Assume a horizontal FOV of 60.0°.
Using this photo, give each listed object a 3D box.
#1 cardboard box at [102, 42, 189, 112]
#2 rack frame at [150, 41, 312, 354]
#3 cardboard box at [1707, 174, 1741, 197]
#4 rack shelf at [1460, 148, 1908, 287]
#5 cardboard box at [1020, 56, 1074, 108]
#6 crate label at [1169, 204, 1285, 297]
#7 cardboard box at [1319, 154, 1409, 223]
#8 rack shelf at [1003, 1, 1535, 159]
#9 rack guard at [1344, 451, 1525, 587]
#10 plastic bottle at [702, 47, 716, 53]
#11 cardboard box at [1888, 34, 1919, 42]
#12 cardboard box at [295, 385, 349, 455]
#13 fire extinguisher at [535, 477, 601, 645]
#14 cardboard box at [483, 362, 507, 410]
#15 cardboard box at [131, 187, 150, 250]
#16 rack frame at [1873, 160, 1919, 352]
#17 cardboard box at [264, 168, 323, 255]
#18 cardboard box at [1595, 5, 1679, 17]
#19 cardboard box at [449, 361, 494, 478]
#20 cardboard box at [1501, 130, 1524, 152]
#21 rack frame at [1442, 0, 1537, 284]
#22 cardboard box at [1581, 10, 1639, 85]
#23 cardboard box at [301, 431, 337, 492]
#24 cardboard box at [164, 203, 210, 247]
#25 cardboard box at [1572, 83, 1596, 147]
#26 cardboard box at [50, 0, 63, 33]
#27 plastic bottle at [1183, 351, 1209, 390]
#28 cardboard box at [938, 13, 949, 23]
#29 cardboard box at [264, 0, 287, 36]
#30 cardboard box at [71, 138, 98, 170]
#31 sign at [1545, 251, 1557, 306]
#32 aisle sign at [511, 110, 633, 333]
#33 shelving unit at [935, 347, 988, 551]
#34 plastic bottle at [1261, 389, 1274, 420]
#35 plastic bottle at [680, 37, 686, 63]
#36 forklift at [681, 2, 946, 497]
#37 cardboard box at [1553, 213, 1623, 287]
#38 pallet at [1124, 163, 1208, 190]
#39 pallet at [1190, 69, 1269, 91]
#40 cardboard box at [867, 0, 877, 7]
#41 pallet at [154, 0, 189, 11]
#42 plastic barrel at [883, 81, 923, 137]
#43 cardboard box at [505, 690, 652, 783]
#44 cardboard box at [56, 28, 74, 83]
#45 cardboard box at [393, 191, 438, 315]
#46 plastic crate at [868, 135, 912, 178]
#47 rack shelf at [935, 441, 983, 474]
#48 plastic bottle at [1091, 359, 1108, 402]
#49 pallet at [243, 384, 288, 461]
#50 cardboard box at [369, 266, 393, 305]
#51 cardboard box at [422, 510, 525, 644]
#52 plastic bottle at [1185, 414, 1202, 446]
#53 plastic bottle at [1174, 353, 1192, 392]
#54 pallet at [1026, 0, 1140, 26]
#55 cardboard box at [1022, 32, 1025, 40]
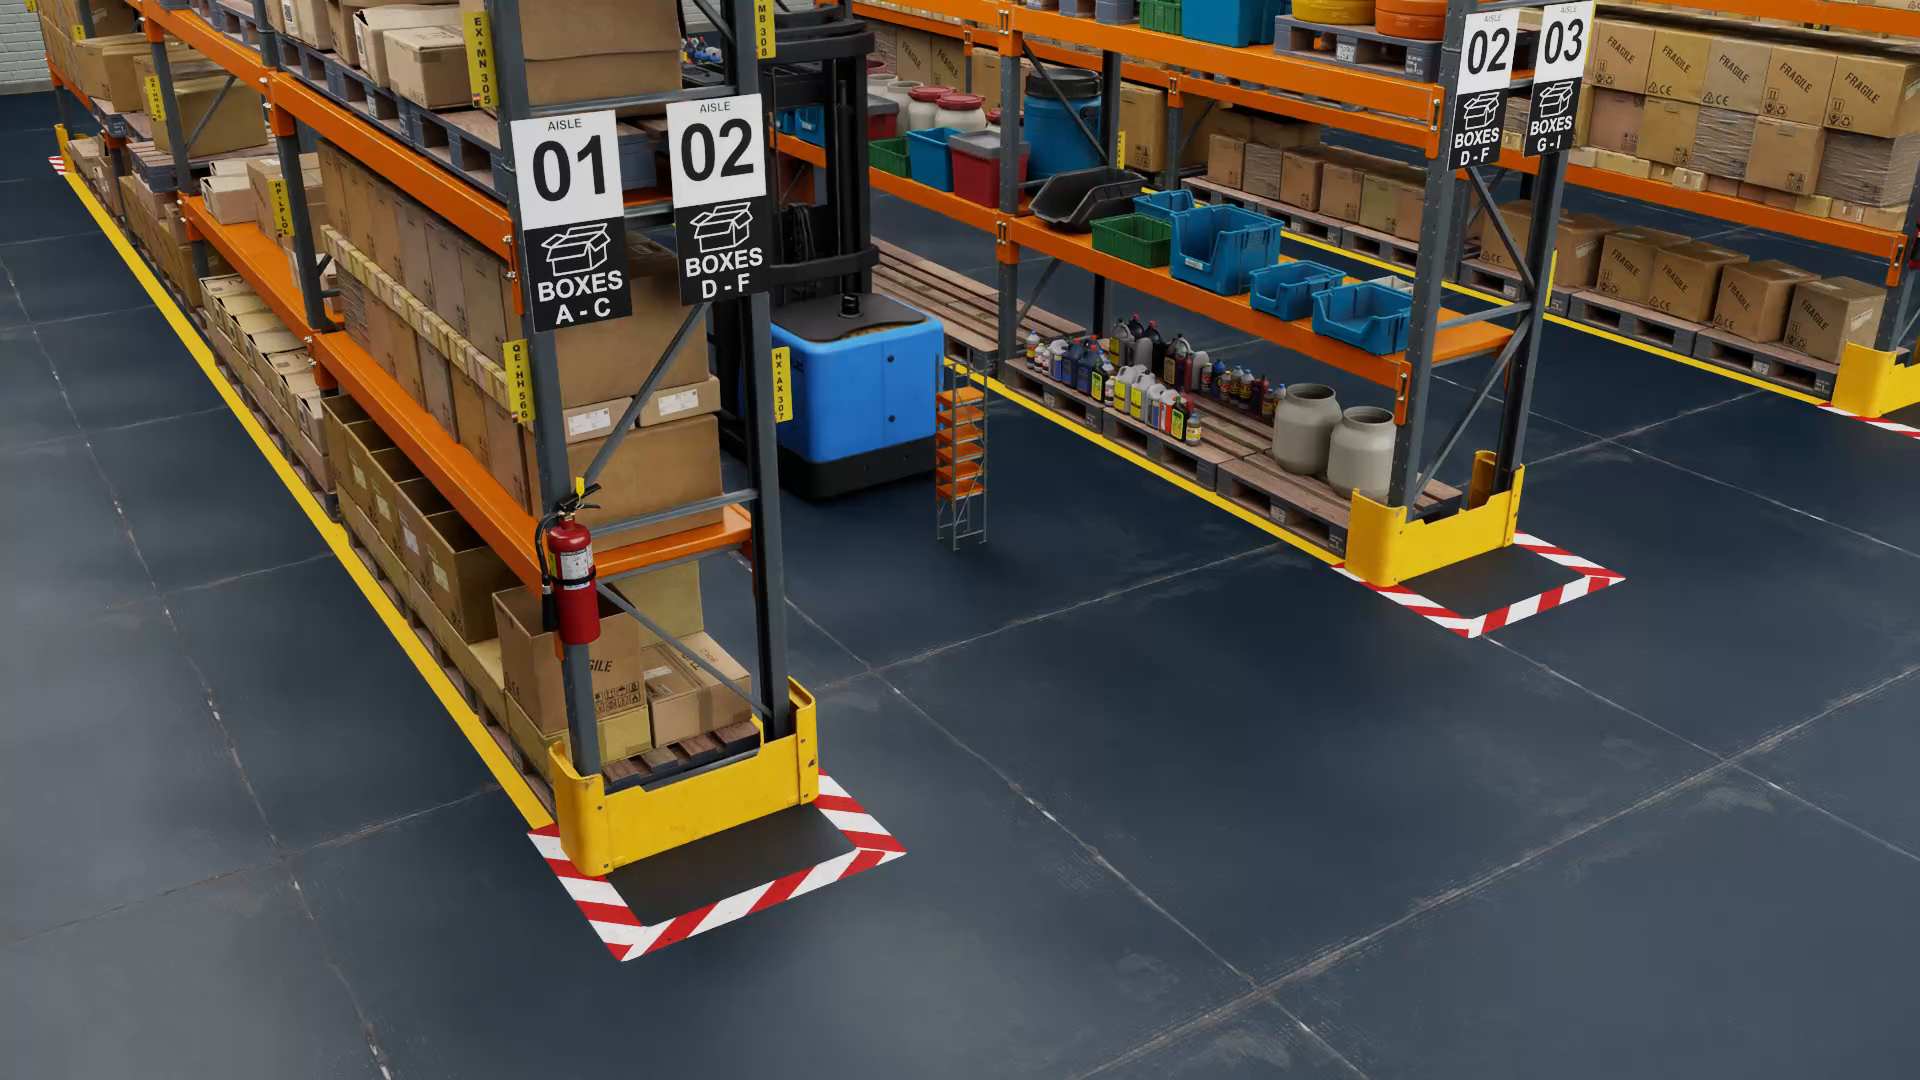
[{"bbox_3d":[-7.278,-4.173,14.967,0.700,0.500,0.500,-11,27,-21],"label":"cardboard box"},{"bbox_3d":[-5.595,-2.960,13.007,1.000,3.000,0.127,-16,29,-30],"label":"rack frame"},{"bbox_3d":[6.050,-2.790,12.940,0.380,0.149,0.250,-16,29,-30],"label":"cardboard box"},{"bbox_3d":[5.983,-2.796,13.502,1.077,0.370,4.000,-16,29,-30],"label":"rack shelf"},{"bbox_3d":[1.379,-5.384,20.137,1.225,0.875,0.875,-17,30,-31],"label":"cardboard box"},{"bbox_3d":[1.694,-1.863,10.641,0.502,0.435,0.616,-16,29,-30],"label":"crate label"},{"bbox_3d":[4.024,-3.505,16.574,0.700,0.500,0.500,-18,31,-34],"label":"cardboard box"},{"bbox_3d":[1.833,-2.998,10.416,1.077,0.370,4.000,-16,29,-30],"label":"rack shelf"},{"bbox_3d":[2.844,-0.138,9.956,1.175,0.500,0.348,-16,29,-30],"label":"rack guard"},{"bbox_3d":[-2.665,-5.111,17.708,0.152,0.276,0.135,-16,29,-30],"label":"plastic bottle"},{"bbox_3d":[9.672,-5.203,16.317,0.875,0.550,0.550,-16,29,-30],"label":"cardboard box"},{"bbox_3d":[-3.872,-0.808,10.519,0.500,0.311,0.500,-16,29,-30],"label":"cardboard box"},{"bbox_3d":[-1.552,0.087,6.643,0.296,0.674,0.183,-16,29,-30],"label":"fire extinguisher"},{"bbox_3d":[-1.879,-0.714,7.372,0.380,0.149,0.250,-16,30,-30],"label":"cardboard box"},{"bbox_3d":[-7.418,-3.041,15.592,0.500,0.500,0.500,-15,29,-29],"label":"cardboard box"},{"bbox_3d":[7.075,-2.406,11.833,1.000,3.000,0.127,-16,29,-30],"label":"rack frame"},{"bbox_3d":[-4.378,-2.221,11.323,0.500,0.500,0.500,-15,29,-29],"label":"cardboard box"},{"bbox_3d":[5.641,-4.193,13.982,0.500,0.500,0.500,-16,29,-30],"label":"cardboard box"},{"bbox_3d":[-2.028,-0.680,8.059,0.700,0.500,0.500,-15,29,-29],"label":"cardboard box"},{"bbox_3d":[4.882,-3.484,14.410,0.380,0.149,0.250,-16,29,-30],"label":"cardboard box"},{"bbox_3d":[4.891,-3.837,14.864,1.000,3.000,0.127,-16,29,-30],"label":"rack frame"},{"bbox_3d":[5.198,-4.070,13.721,0.500,0.500,0.500,-16,29,-30],"label":"cardboard box"},{"bbox_3d":[-3.880,-0.557,10.645,0.500,0.250,0.500,-16,30,-30],"label":"cardboard box"},{"bbox_3d":[-6.336,-2.667,13.920,0.500,0.250,0.500,-14,29,-28],"label":"cardboard box"},{"bbox_3d":[5.328,-3.654,14.011,0.875,0.500,0.500,-16,29,-30],"label":"cardboard box"},{"bbox_3d":[-9.102,-5.552,17.209,0.500,0.500,0.500,-16,30,-30],"label":"cardboard box"},{"bbox_3d":[1.701,-1.243,12.045,0.152,0.276,0.135,-15,29,-29],"label":"plastic bottle"},{"bbox_3d":[-0.058,-6.709,21.243,0.380,0.149,0.250,-15,29,-29],"label":"cardboard box"},{"bbox_3d":[-3.357,-2.943,8.683,0.500,0.500,0.500,-13,28,-25],"label":"cardboard box"},{"bbox_3d":[-9.630,-4.338,18.630,0.500,0.250,0.500,-16,29,-30],"label":"cardboard box"},{"bbox_3d":[3.388,-1.504,9.597,0.100,0.325,0.005,-16,29,-30],"label":"sign"},{"bbox_3d":[-1.438,-1.182,6.196,0.394,0.787,0.004,-16,29,-30],"label":"aisle sign"},{"bbox_3d":[0.008,-0.537,9.983,0.258,1.200,0.189,-16,29,-30],"label":"shelving unit"},{"bbox_3d":[2.140,-0.943,11.497,0.097,0.201,0.097,0,25,0],"label":"plastic bottle"},{"bbox_3d":[-2.971,-5.235,17.884,0.144,0.351,0.185,-16,29,-30],"label":"plastic bottle"},{"bbox_3d":[-1.332,-2.176,11.426,1.130,2.935,3.031,-16,30,-30],"label":"forklift"},{"bbox_3d":[5.395,-2.541,14.555,0.500,0.500,0.500,-6,26,-13],"label":"cardboard box"},{"bbox_3d":[2.340,-4.306,19.124,1.003,0.211,1.213,-16,29,-30],"label":"pallet"},{"bbox_3d":[3.186,-4.951,17.448,1.213,0.211,1.003,-16,29,-30],"label":"pallet"},{"bbox_3d":[-1.038,-7.352,22.604,0.380,0.149,0.250,-16,30,-30],"label":"cardboard box"},{"bbox_3d":[-5.149,-4.009,11.937,1.213,0.211,1.003,-14,29,-27],"label":"pallet"},{"bbox_3d":[-0.472,-3.695,14.432,0.421,0.512,0.421,0,25,0],"label":"plastic barrel"},{"bbox_3d":[-1.768,0.832,7.703,0.500,0.250,0.500,-16,29,-30],"label":"cardboard box"},{"bbox_3d":[-9.111,-5.104,17.431,0.500,0.500,0.500,-15,29,-29],"label":"cardboard box"},{"bbox_3d":[-2.341,-1.466,8.204,0.700,0.500,0.500,-16,29,-30],"label":"cardboard box"},{"bbox_3d":[-0.446,-3.144,13.644,0.450,0.188,0.662,-16,29,-30],"label":"plastic crate"},{"bbox_3d":[0.008,-0.497,10.002,0.258,0.103,0.180,-16,29,-30],"label":"rack shelf"},{"bbox_3d":[0.993,-1.131,11.799,0.061,0.283,0.133,-14,29,-27],"label":"plastic bottle"},{"bbox_3d":[-4.516,-0.960,12.036,1.003,0.211,1.213,-16,29,-30],"label":"pallet"},{"bbox_3d":[-2.868,-1.362,8.744,0.380,0.149,0.250,-17,30,-31],"label":"cardboard box"},{"bbox_3d":[-2.328,0.139,8.293,0.500,0.500,0.500,-16,29,-30],"label":"cardboard box"},{"bbox_3d":[1.555,-0.740,11.066,0.097,0.201,0.097,0,25,0],"label":"plastic bottle"},{"bbox_3d":[1.612,-1.222,11.991,0.061,0.283,0.133,-16,29,-30],"label":"plastic bottle"},{"bbox_3d":[1.217,-3.718,11.320,1.213,0.211,1.003,-16,29,-30],"label":"pallet"},{"bbox_3d":[0.841,-6.341,20.051,0.500,0.500,0.500,-15,29,-29],"label":"cardboard box"}]
